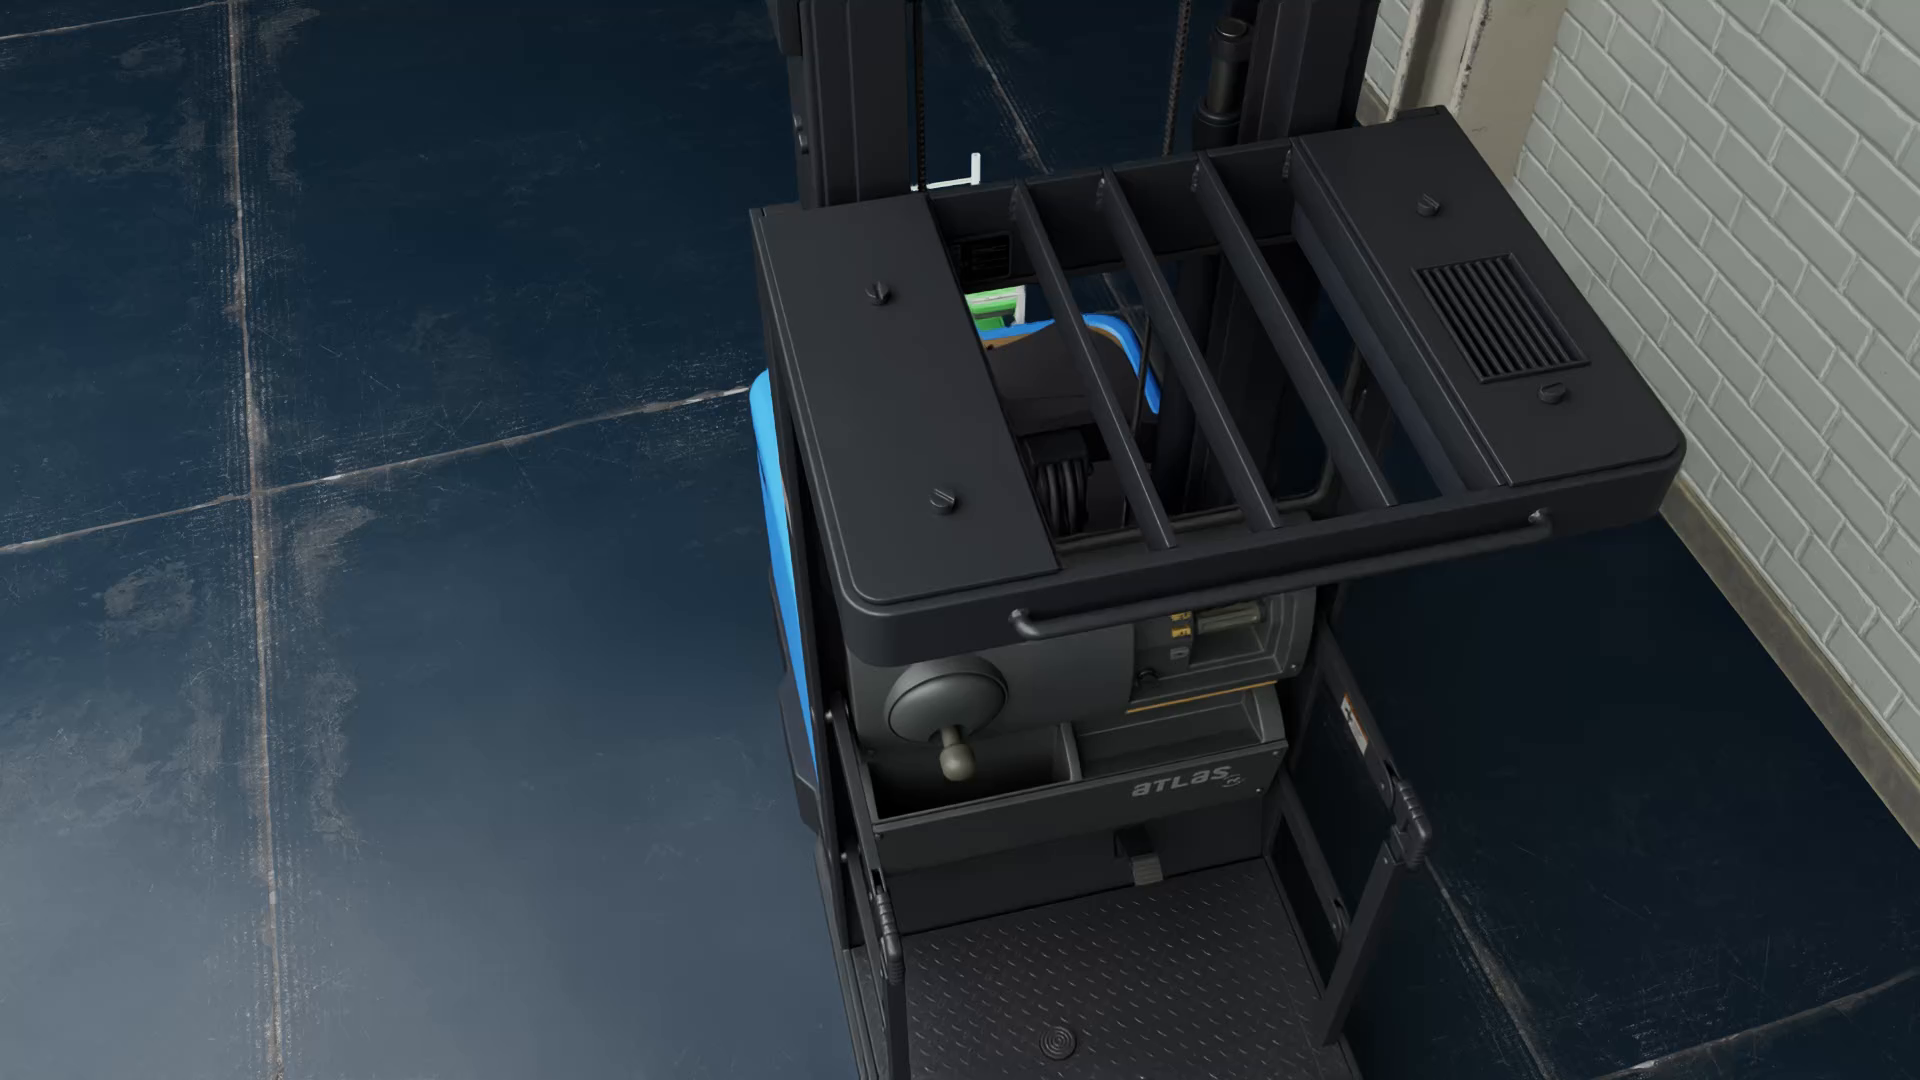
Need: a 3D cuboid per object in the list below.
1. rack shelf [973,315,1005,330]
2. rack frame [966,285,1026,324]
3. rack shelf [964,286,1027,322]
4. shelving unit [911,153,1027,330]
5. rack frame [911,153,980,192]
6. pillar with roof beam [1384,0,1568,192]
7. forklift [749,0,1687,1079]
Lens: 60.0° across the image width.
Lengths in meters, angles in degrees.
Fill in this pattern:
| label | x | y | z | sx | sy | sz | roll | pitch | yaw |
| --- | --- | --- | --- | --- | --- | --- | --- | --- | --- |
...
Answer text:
| label | x | y | z | sx | sy | sz | roll | pitch | yaw |
| --- | --- | --- | --- | --- | --- | --- | --- | --- | --- |
| rack shelf | -0.005 | -0.585 | 4.728 | 0.258 | 0.148 | 0.480 | -10 | 51 | -9 |
| rack frame | 0.052 | -0.290 | 4.710 | 0.240 | 1.200 | 0.015 | -10 | 51 | -9 |
| rack shelf | -0.005 | -0.740 | 4.545 | 0.258 | 0.148 | 0.480 | -10 | 51 | -9 |
| shelving unit | -0.005 | -0.472 | 4.863 | 0.258 | 1.200 | 0.503 | -10 | 51 | -9 |
| rack frame | -0.062 | -0.653 | 5.016 | 0.240 | 1.200 | 0.015 | -10 | 51 | -9 |
| pillar with roof beam | -2.400 | -3.019 | 1.910 | 9.100 | 9.000 | 0.400 | -13 | 51 | -11 |
| forklift | 0.293 | 0.315 | 3.067 | 1.130 | 2.935 | 3.031 | -10 | 51 | -9 |
